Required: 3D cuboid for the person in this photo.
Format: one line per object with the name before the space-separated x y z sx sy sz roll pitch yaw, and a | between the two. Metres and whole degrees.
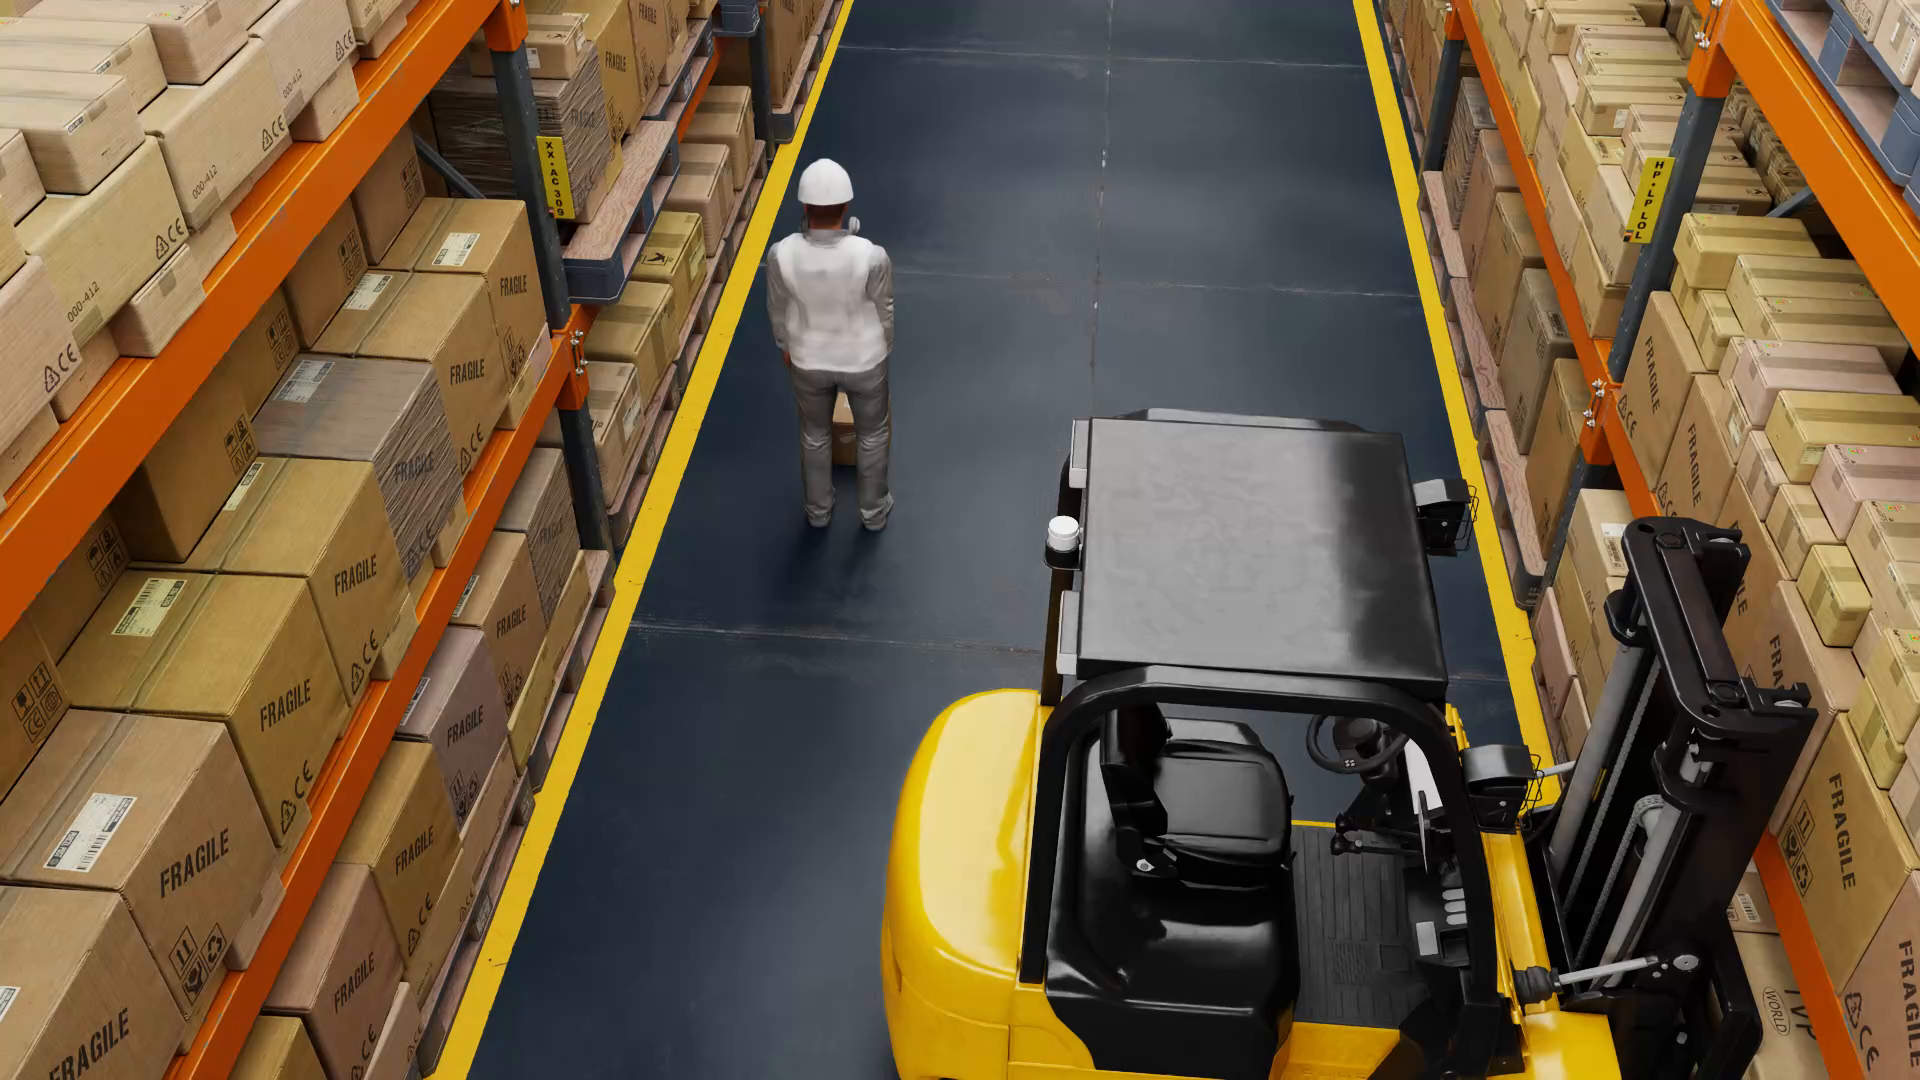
person | -0.539 -0.800 7.107 0.535 1.763 0.363 3 40 4
